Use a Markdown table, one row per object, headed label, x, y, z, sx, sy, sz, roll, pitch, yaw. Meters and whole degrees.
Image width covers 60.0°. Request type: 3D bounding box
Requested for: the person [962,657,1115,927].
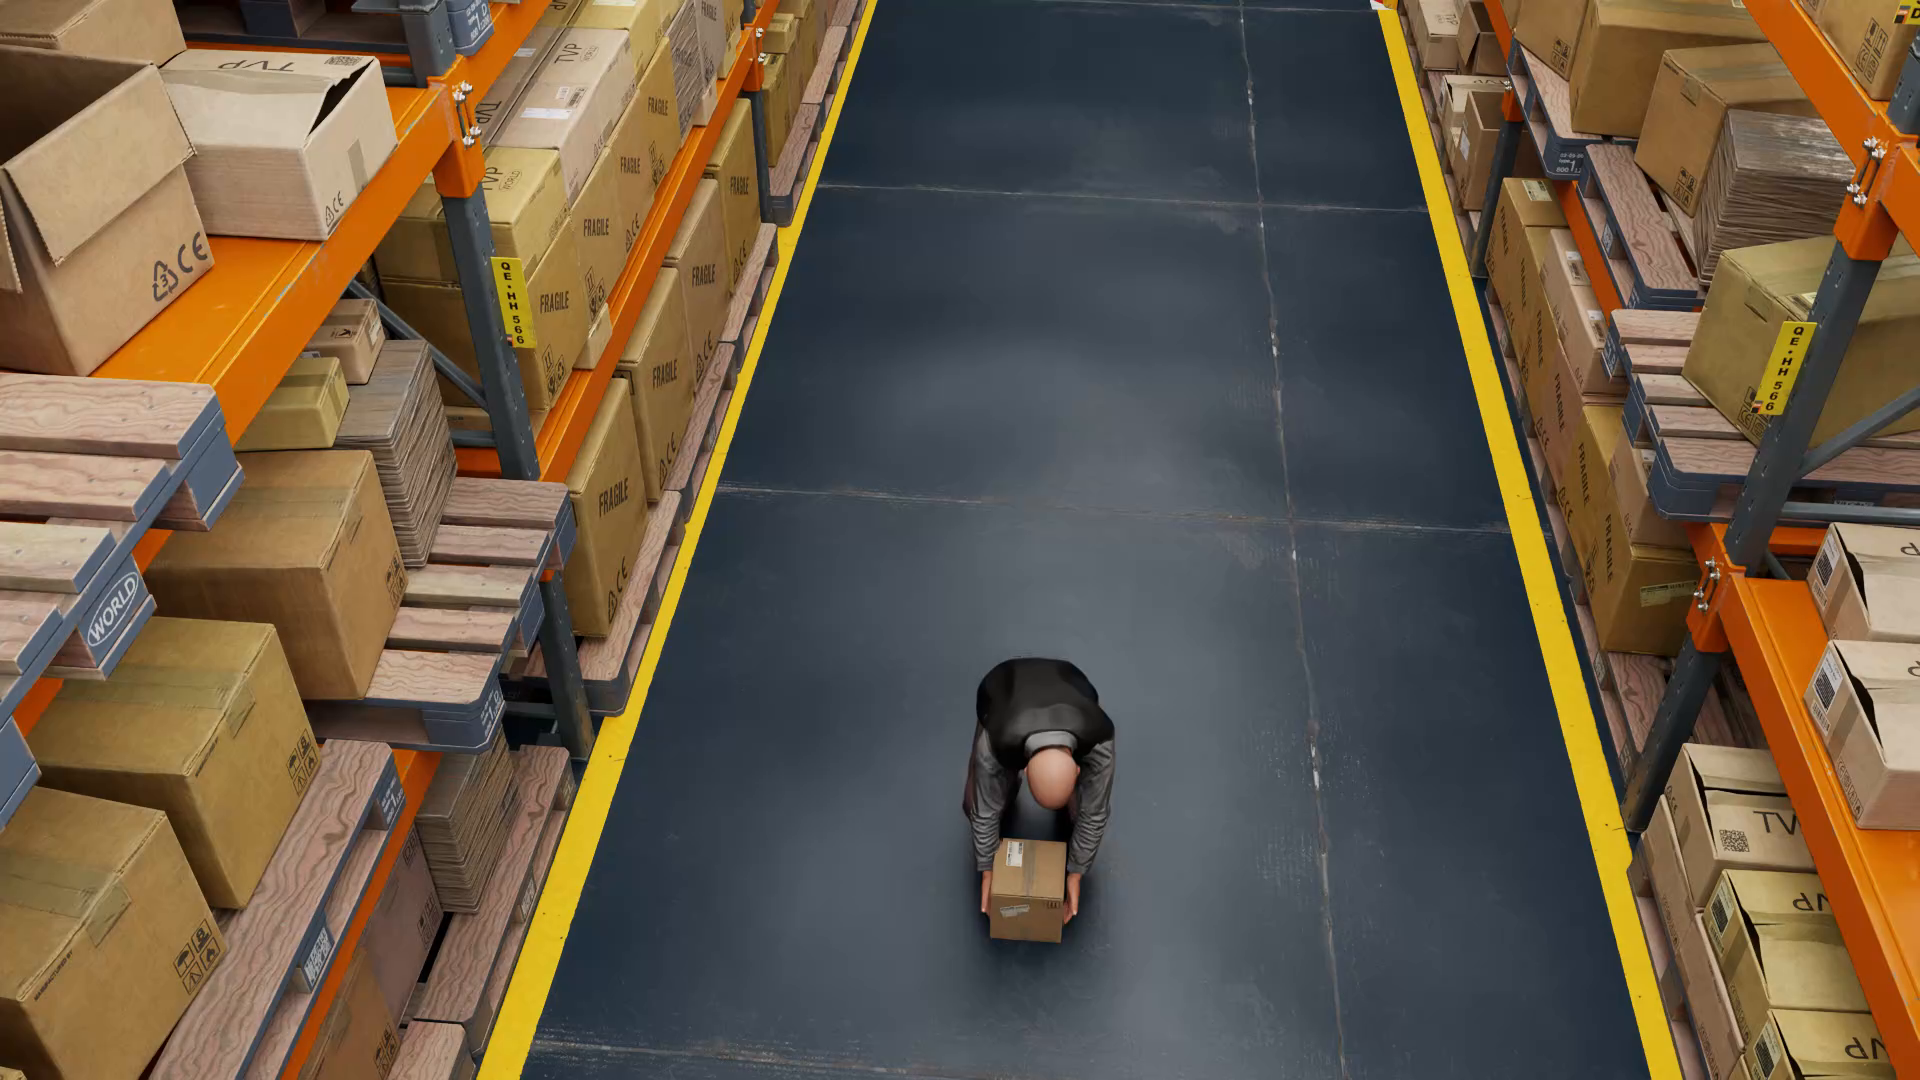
| label | x | y | z | sx | sy | sz | roll | pitch | yaw |
| --- | --- | --- | --- | --- | --- | --- | --- | --- | --- |
| person | 0.280 | 0.817 | 5.928 | 0.530 | 0.800 | 0.877 | 3 | 40 | 4 |
